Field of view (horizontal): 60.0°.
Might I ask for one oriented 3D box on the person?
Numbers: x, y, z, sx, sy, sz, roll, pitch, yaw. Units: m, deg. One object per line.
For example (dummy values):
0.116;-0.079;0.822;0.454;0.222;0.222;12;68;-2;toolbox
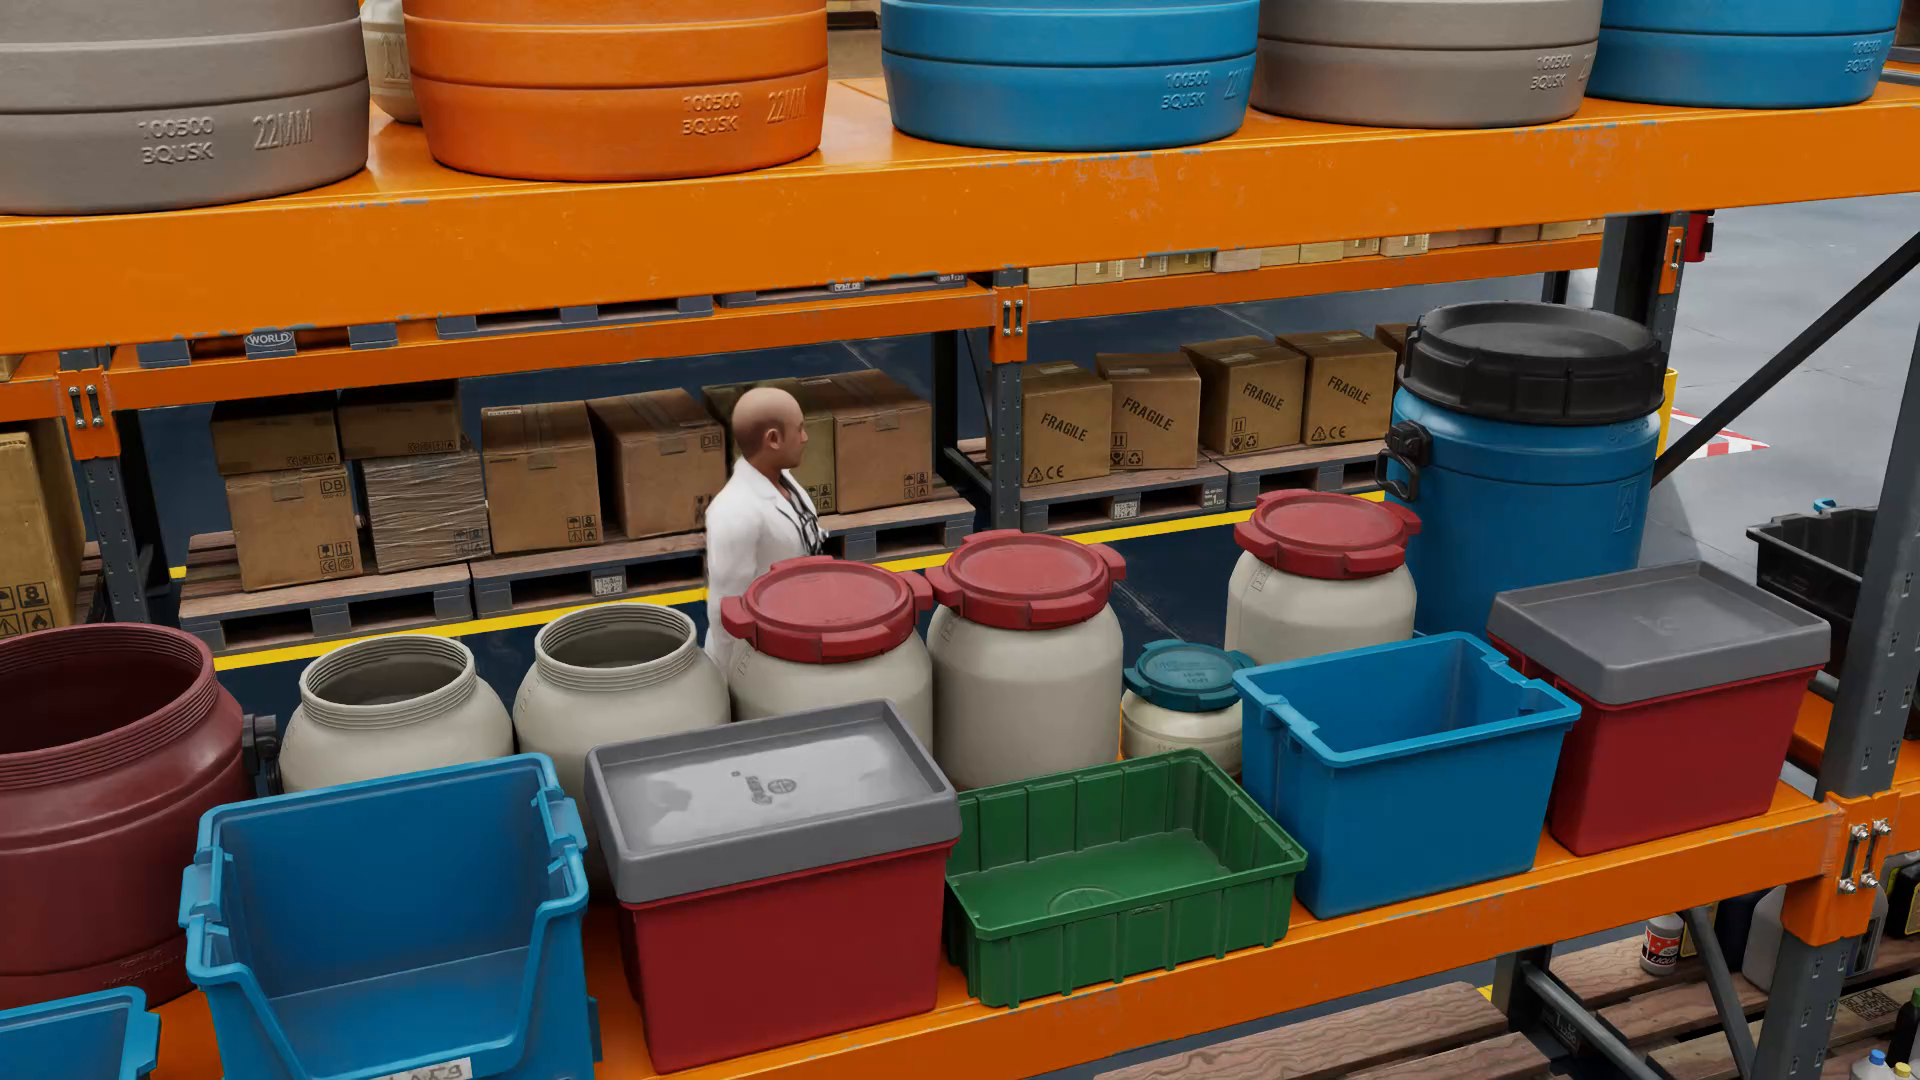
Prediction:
-0.618;0.392;5.145;0.623;1.777;0.597;5;23;12;person
